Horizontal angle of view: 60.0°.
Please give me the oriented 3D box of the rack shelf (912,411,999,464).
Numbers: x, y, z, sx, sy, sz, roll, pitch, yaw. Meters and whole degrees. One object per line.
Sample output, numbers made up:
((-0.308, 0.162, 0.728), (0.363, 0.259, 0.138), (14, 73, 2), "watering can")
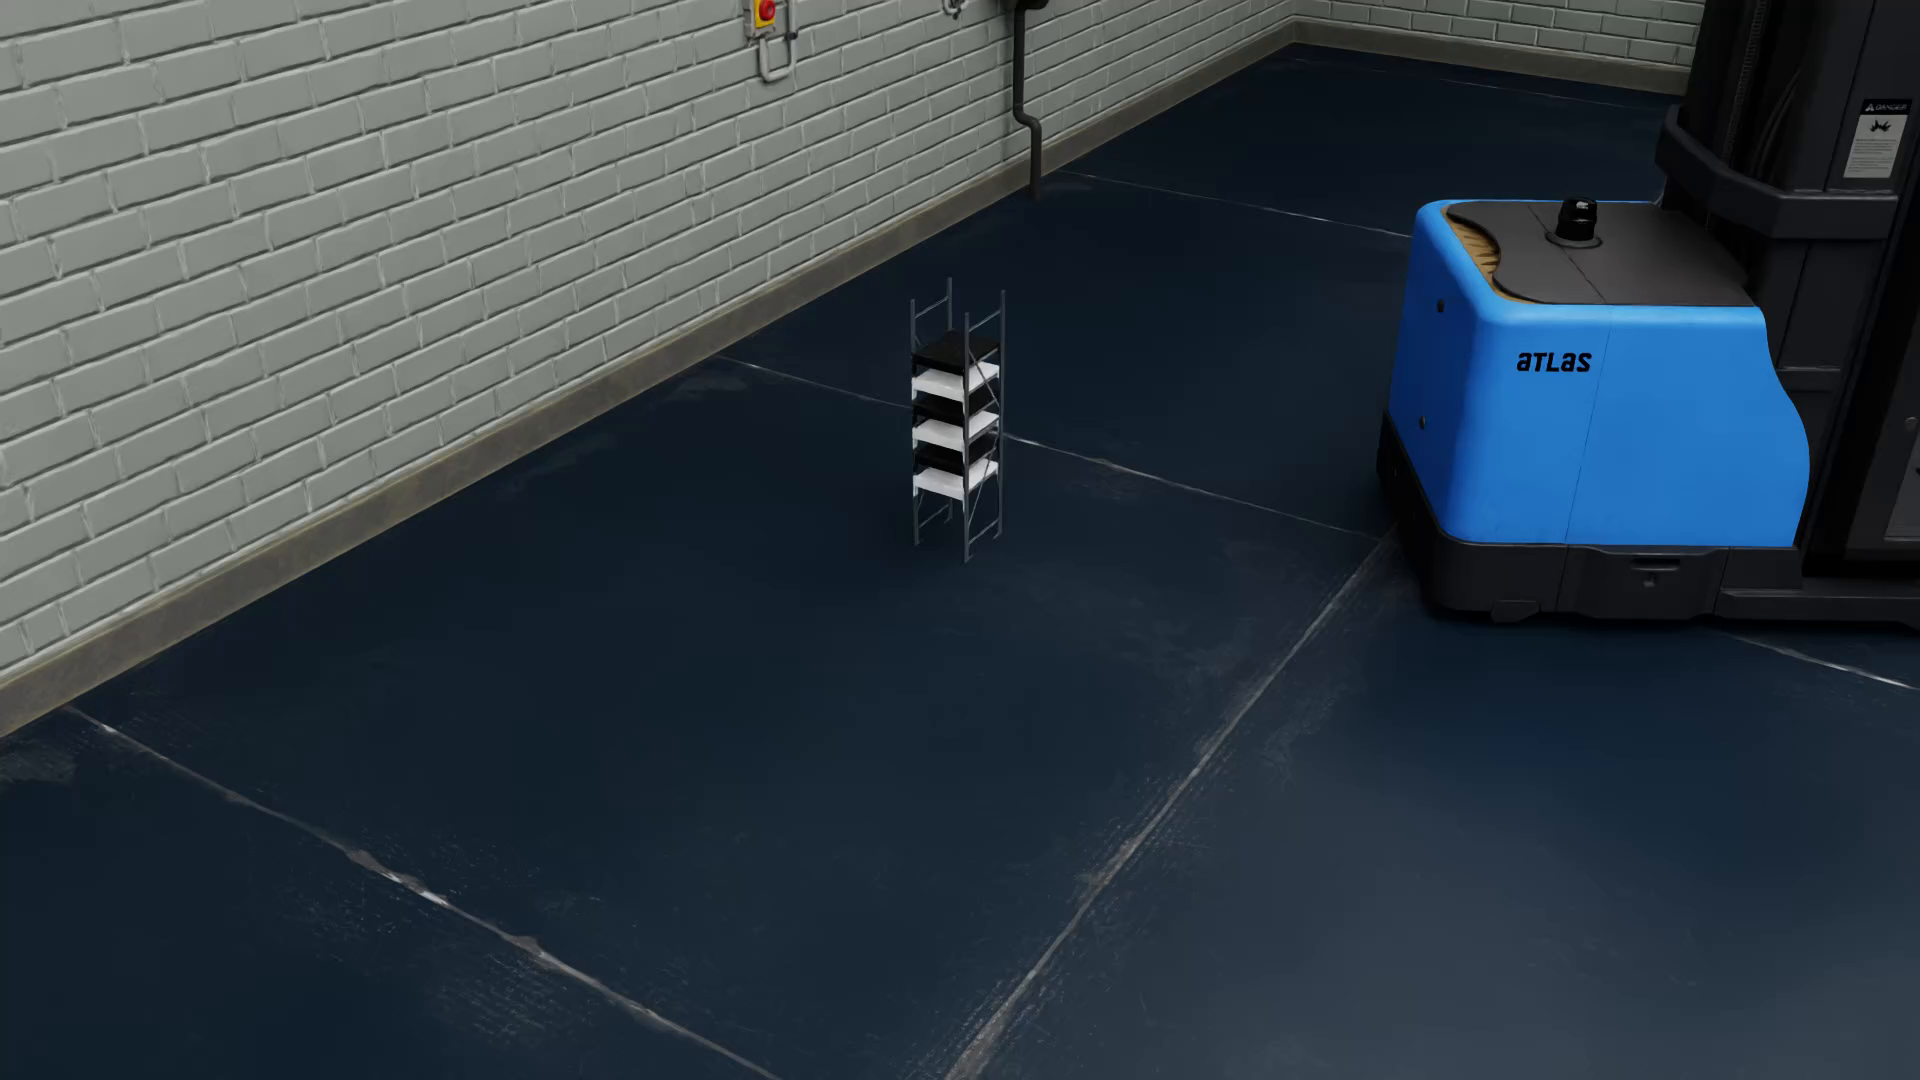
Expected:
((-0.007, -0.362, 5.544), (0.200, 0.077, 0.258), (18, 35, 27), "rack shelf")

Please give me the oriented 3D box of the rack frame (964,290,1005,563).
((0.079, -0.364, 5.480), (0.006, 0.900, 0.240), (18, 35, 27), "rack frame")

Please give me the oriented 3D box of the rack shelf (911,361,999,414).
((-0.007, -0.518, 5.453), (0.200, 0.077, 0.258), (18, 35, 27), "rack shelf")

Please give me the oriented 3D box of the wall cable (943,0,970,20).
((-0.059, -3.310, 7.438), (0.122, 1.984, 0.588), (18, 35, 27), "wall cable")

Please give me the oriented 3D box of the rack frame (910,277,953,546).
((-0.093, -0.418, 5.574), (0.006, 0.900, 0.240), (18, 35, 27), "rack frame")

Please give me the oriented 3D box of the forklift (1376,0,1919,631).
((3.015, -1.227, 4.944), (3.031, 2.935, 1.130), (1, 30, 1), "forklift")

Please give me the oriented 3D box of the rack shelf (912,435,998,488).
((-0.007, -0.284, 5.589), (0.200, 0.077, 0.258), (18, 35, 27), "rack shelf")

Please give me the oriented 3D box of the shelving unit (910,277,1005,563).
((-0.007, -0.391, 5.527), (0.210, 0.900, 0.258), (18, 35, 27), "shelving unit")

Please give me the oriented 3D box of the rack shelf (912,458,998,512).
((-0.007, -0.207, 5.634), (0.200, 0.077, 0.258), (18, 35, 27), "rack shelf")

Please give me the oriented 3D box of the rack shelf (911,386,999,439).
((-0.007, -0.440, 5.498), (0.200, 0.077, 0.258), (18, 35, 27), "rack shelf")

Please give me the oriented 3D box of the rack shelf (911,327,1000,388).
((-0.007, -0.595, 5.408), (0.200, 0.077, 0.258), (18, 35, 27), "rack shelf")

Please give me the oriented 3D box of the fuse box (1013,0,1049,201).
((0.437, -2.563, 8.446), (0.414, 1.711, 0.539), (18, 35, 27), "fuse box")

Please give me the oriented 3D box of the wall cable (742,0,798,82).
((-0.803, -2.715, 6.387), (0.123, 1.953, 0.585), (18, 35, 27), "wall cable")
